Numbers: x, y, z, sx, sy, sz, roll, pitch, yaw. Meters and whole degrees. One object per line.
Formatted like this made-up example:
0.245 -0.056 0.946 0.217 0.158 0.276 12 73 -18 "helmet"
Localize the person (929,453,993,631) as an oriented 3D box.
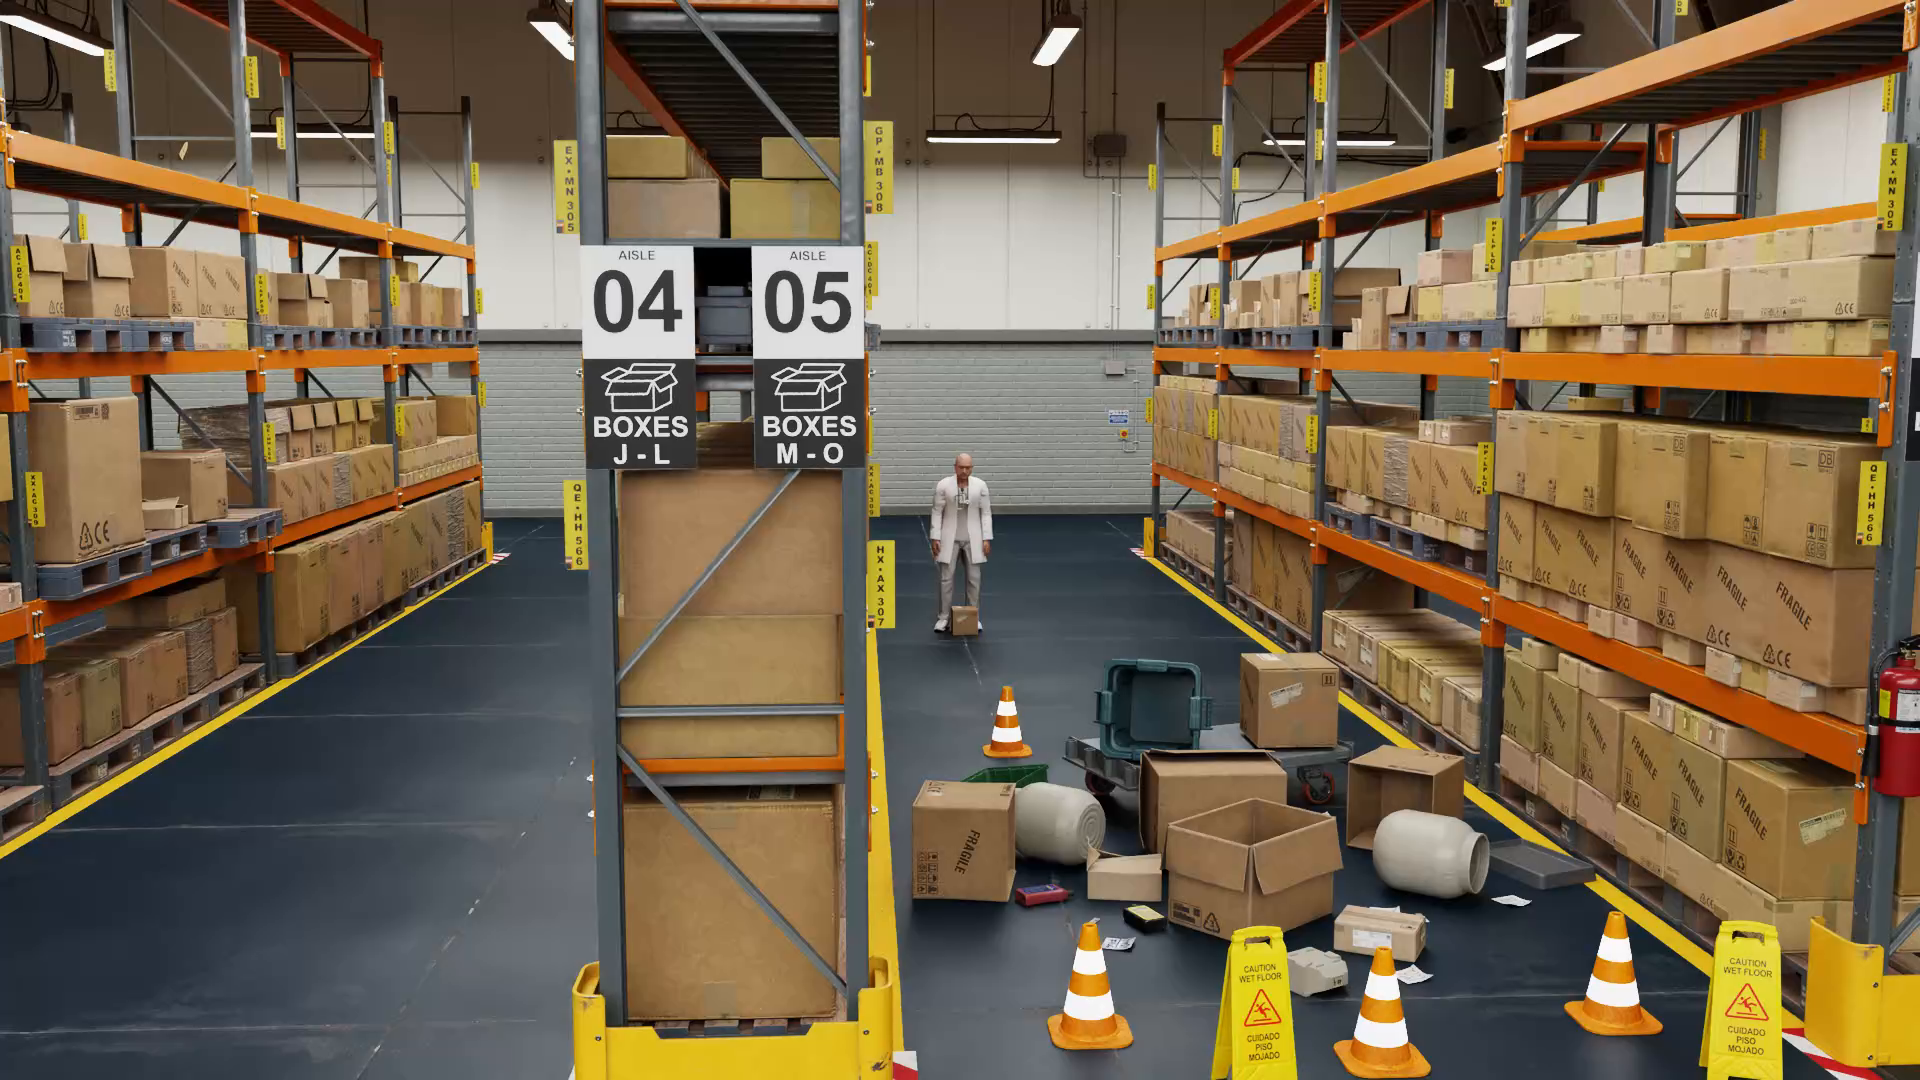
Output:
0.011 0.015 16.678 0.640 1.773 0.426 0 7 -4 "person"
